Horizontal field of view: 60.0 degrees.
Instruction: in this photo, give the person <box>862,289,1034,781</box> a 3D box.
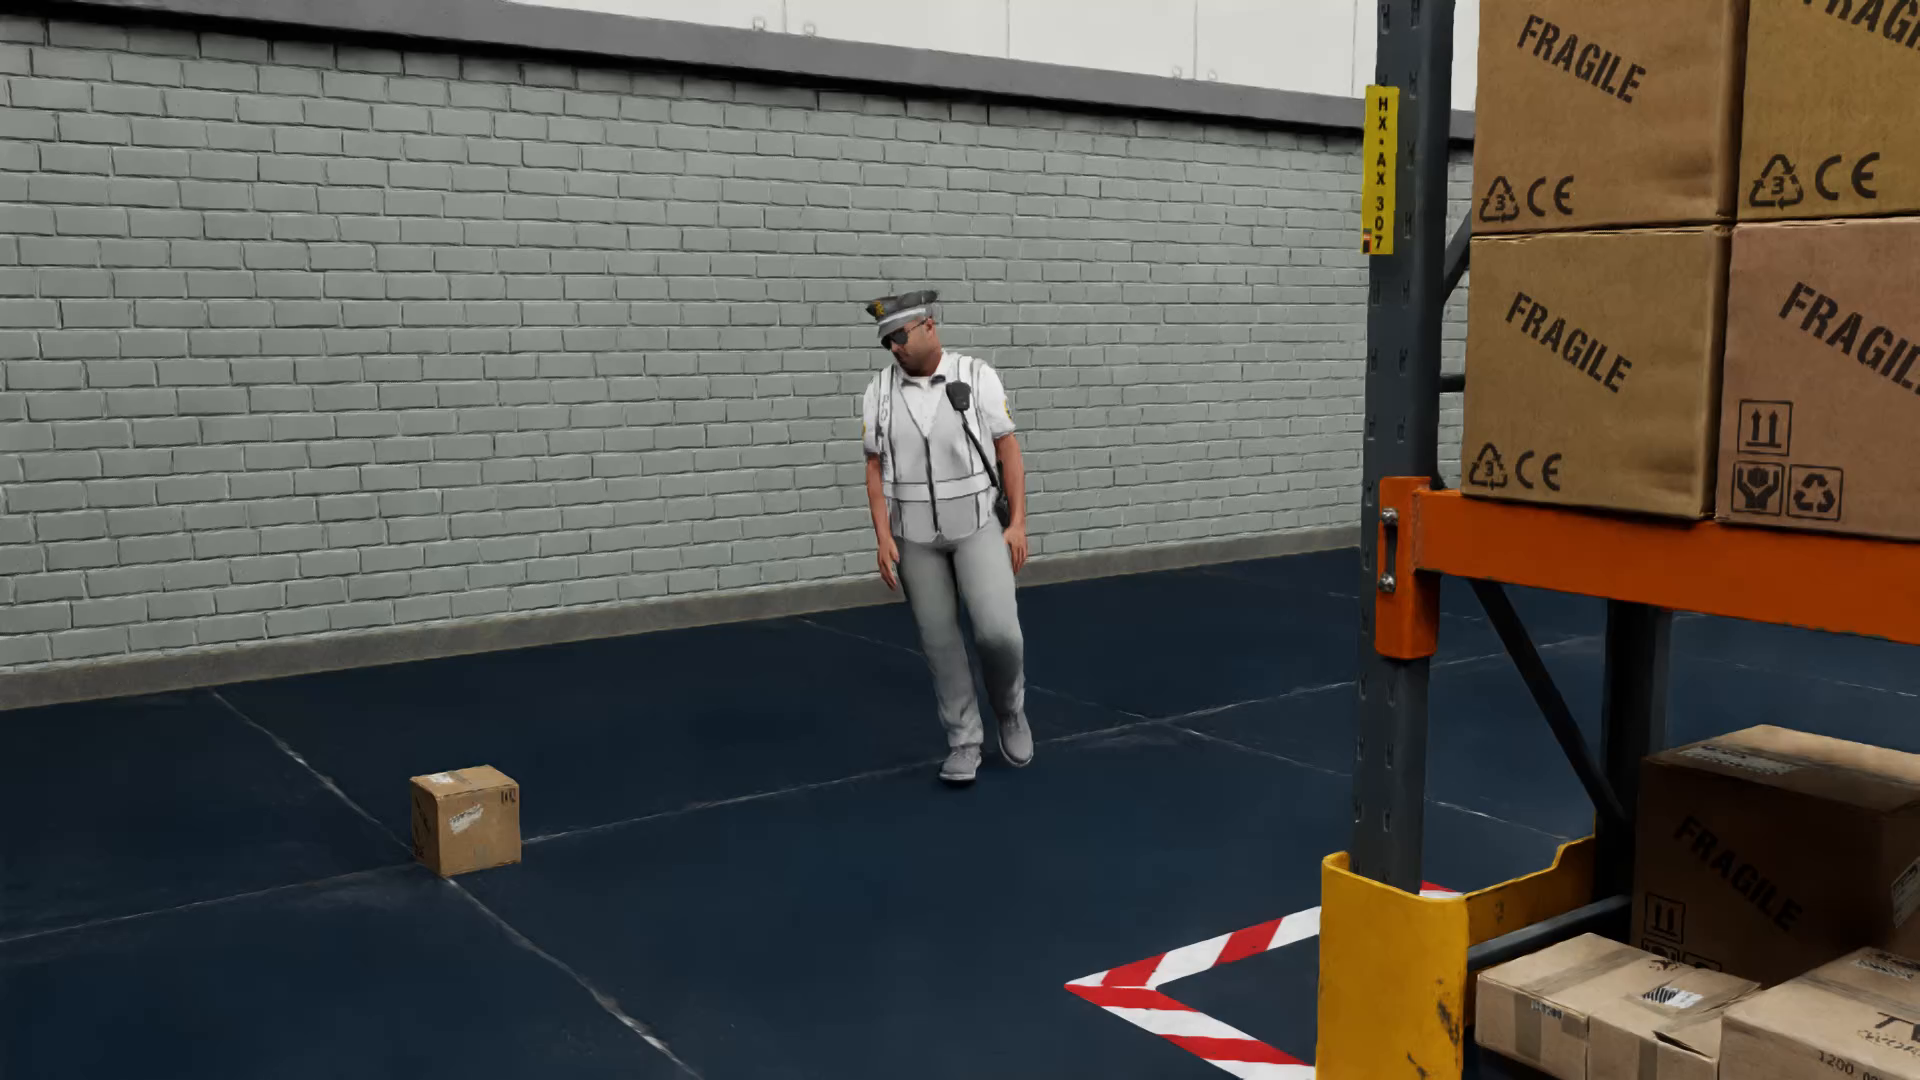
[{"bbox_3d":[-0.045,-0.021,5.947,0.608,1.728,0.490,1,8,7],"label":"person"}]
